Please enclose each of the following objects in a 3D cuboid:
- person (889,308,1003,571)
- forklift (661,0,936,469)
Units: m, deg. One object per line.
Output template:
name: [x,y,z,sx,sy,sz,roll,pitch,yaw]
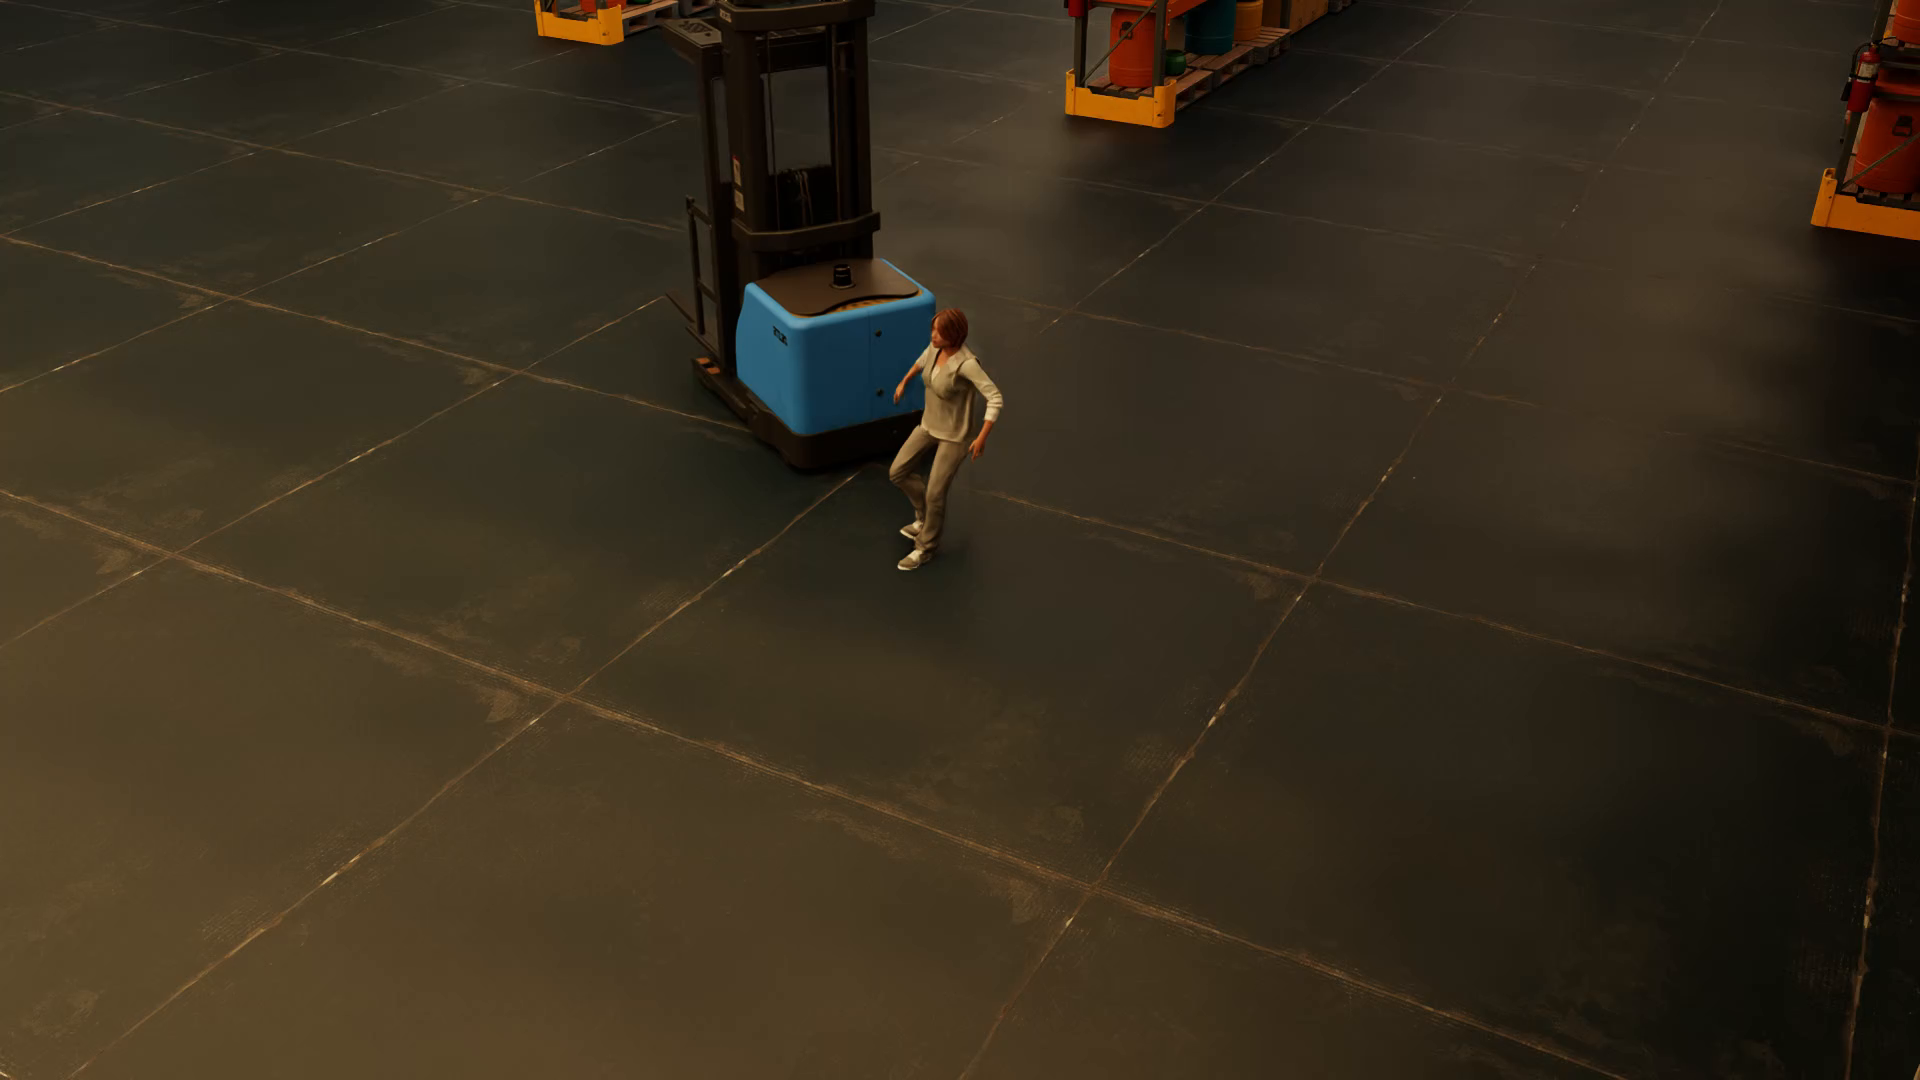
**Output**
person: [-0.161,-0.593,9.526,0.581,1.548,0.766,-17,34,-27]
forklift: [-1.278,-2.431,11.283,1.130,2.935,3.031,-15,33,-24]
